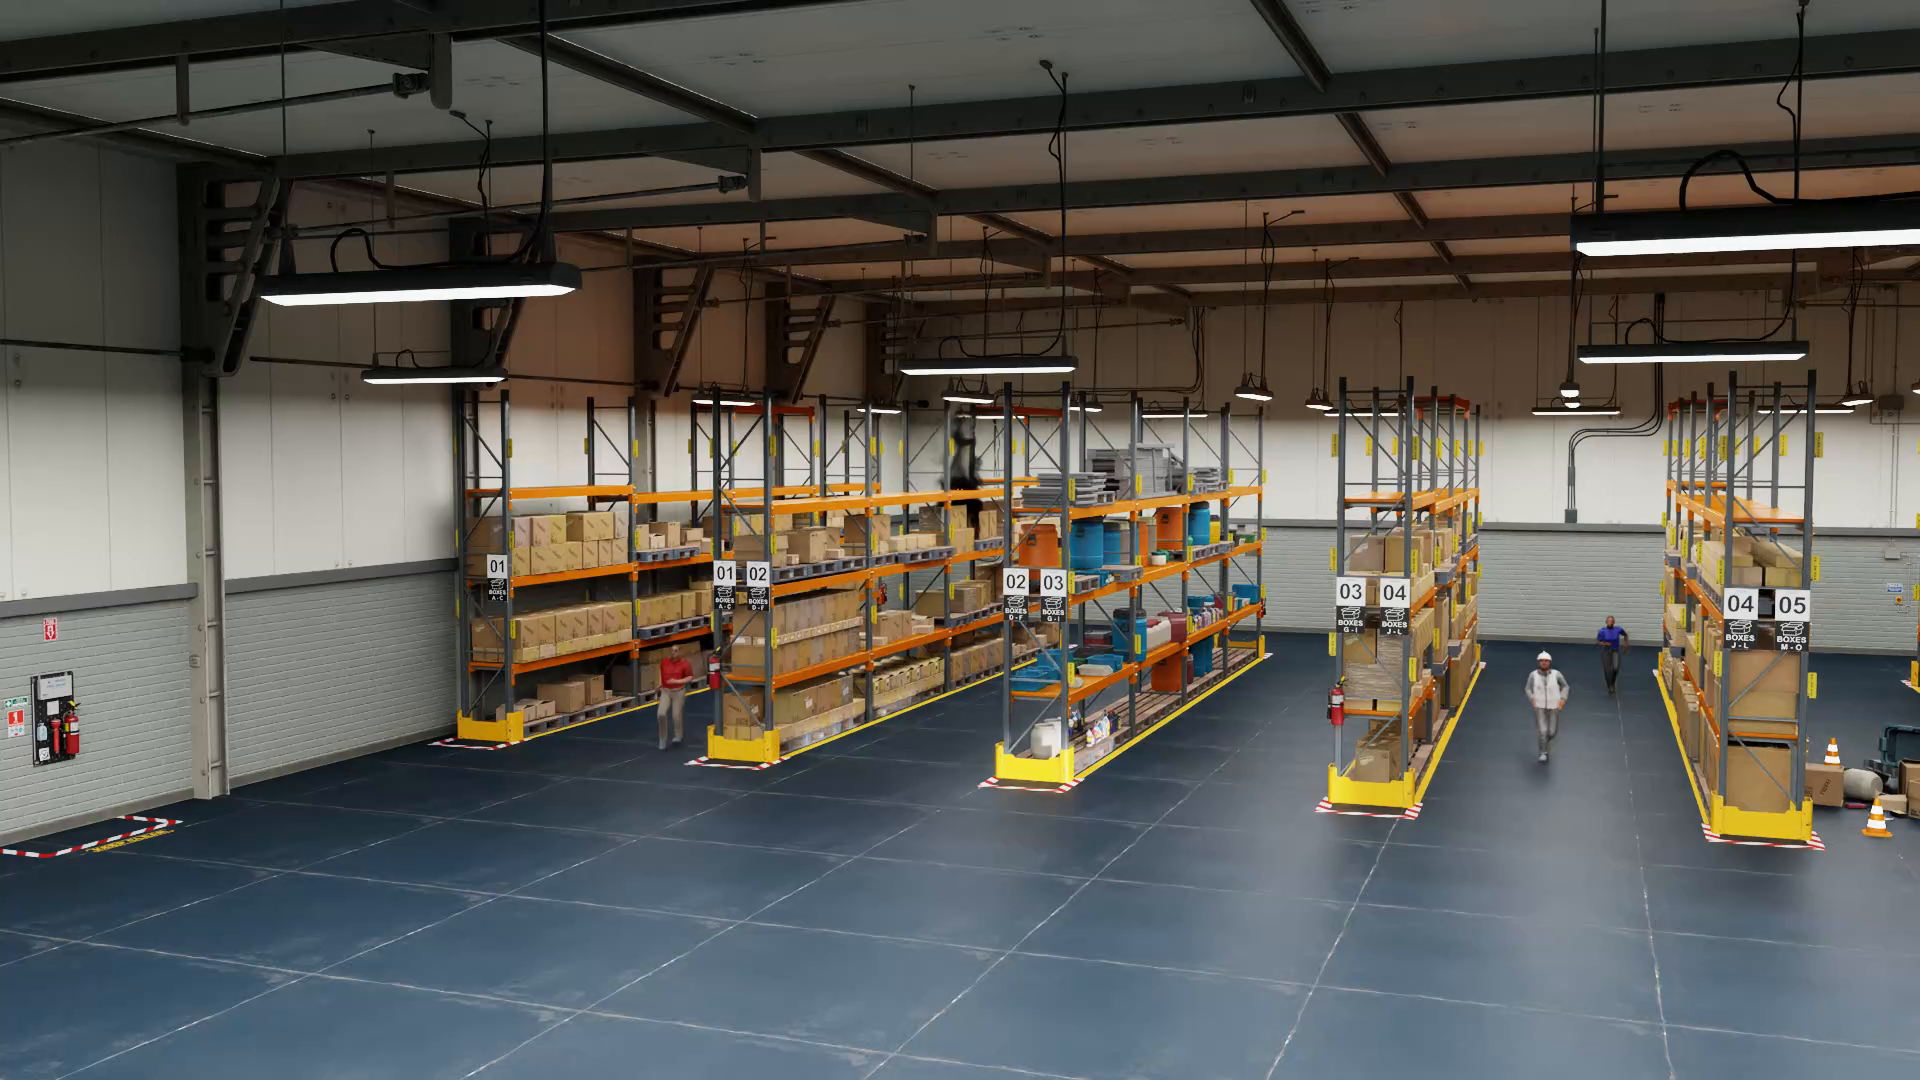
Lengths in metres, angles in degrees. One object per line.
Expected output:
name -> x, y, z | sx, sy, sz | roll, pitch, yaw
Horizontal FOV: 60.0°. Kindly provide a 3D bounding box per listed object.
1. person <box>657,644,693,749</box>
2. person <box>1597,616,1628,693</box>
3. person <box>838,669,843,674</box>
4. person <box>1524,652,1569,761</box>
person -> -4.786, 2.638, 27.924 | 0.647, 1.792, 0.738 | 0, 3, 7
person -> 13.190, 2.383, 33.632 | 0.611, 1.494, 0.753 | 1, 3, 17
person -> -2.427, 2.367, 33.636 | 0.538, 1.596, 0.812 | 1, 3, 15
person -> 9.419, 2.667, 26.719 | 0.673, 1.746, 0.648 | 1, 3, 19
